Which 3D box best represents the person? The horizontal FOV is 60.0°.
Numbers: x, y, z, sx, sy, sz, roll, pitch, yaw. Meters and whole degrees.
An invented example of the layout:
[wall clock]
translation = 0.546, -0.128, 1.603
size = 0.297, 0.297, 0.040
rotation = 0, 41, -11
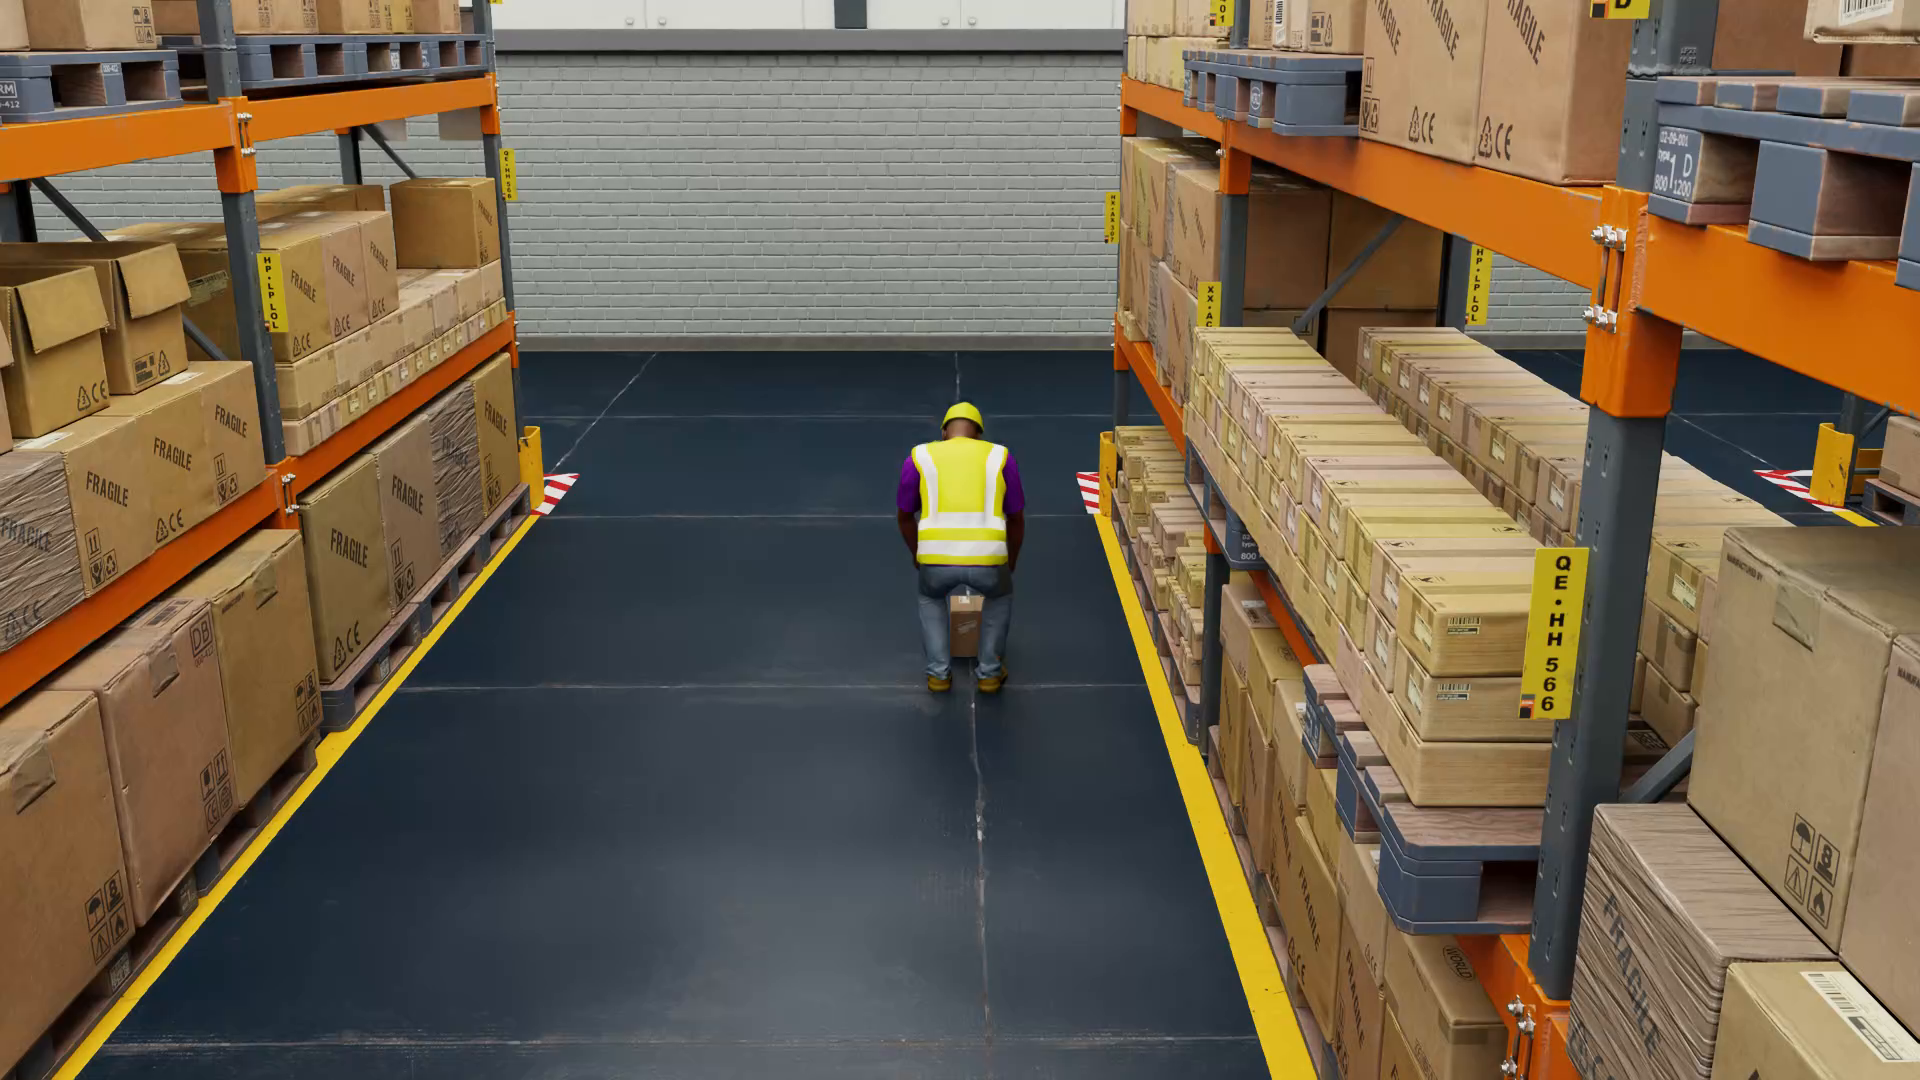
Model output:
[person]
translation = -0.008, 0.044, 8.086
size = 0.631, 1.343, 0.792
rotation = 2, 17, 6
